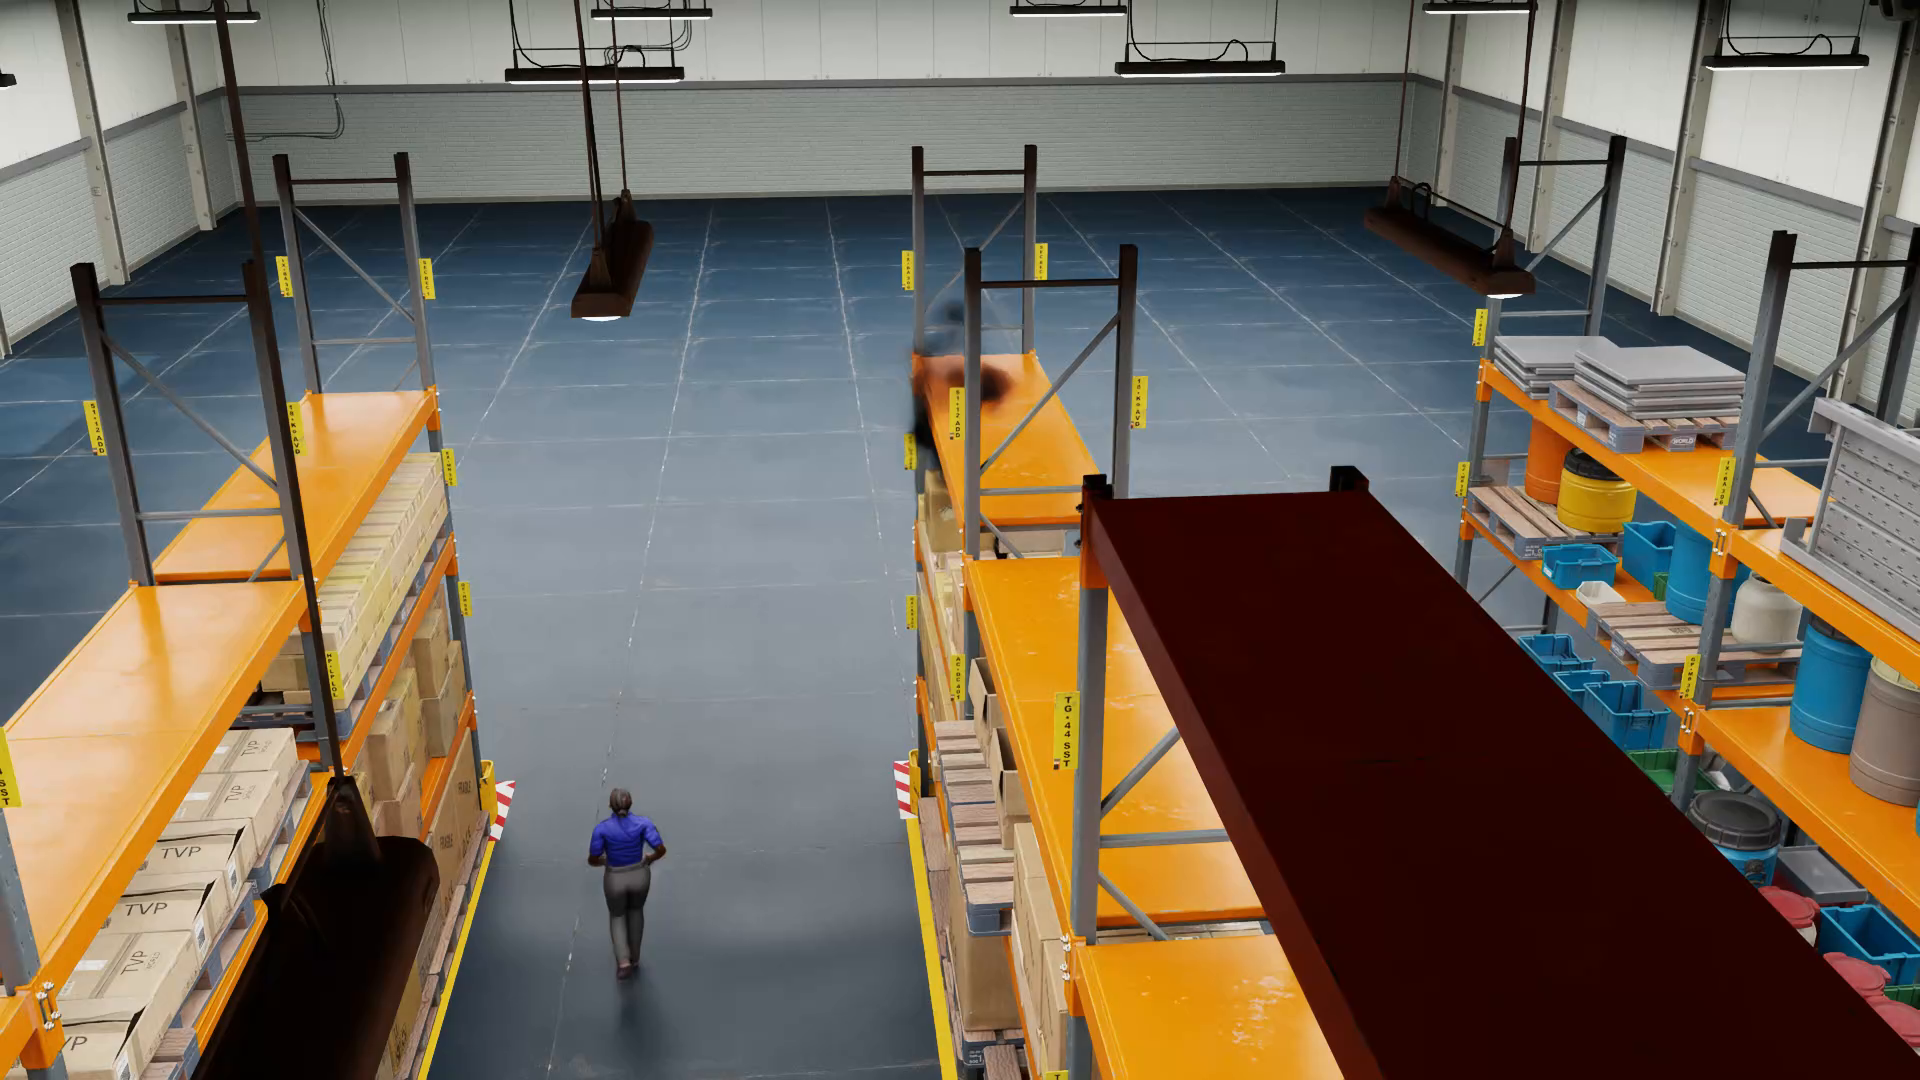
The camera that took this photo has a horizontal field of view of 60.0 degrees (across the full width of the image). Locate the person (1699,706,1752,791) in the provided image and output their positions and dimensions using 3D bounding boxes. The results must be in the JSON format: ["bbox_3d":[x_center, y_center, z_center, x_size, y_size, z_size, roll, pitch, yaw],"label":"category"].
[{"bbox_3d":[6.727,1.844,14.797,0.566,1.645,0.634,-2,22,-4],"label":"person"}]

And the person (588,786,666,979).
[{"bbox_3d":[-2.541,2.649,12.775,0.586,1.625,0.654,-6,22,-15],"label":"person"}]
